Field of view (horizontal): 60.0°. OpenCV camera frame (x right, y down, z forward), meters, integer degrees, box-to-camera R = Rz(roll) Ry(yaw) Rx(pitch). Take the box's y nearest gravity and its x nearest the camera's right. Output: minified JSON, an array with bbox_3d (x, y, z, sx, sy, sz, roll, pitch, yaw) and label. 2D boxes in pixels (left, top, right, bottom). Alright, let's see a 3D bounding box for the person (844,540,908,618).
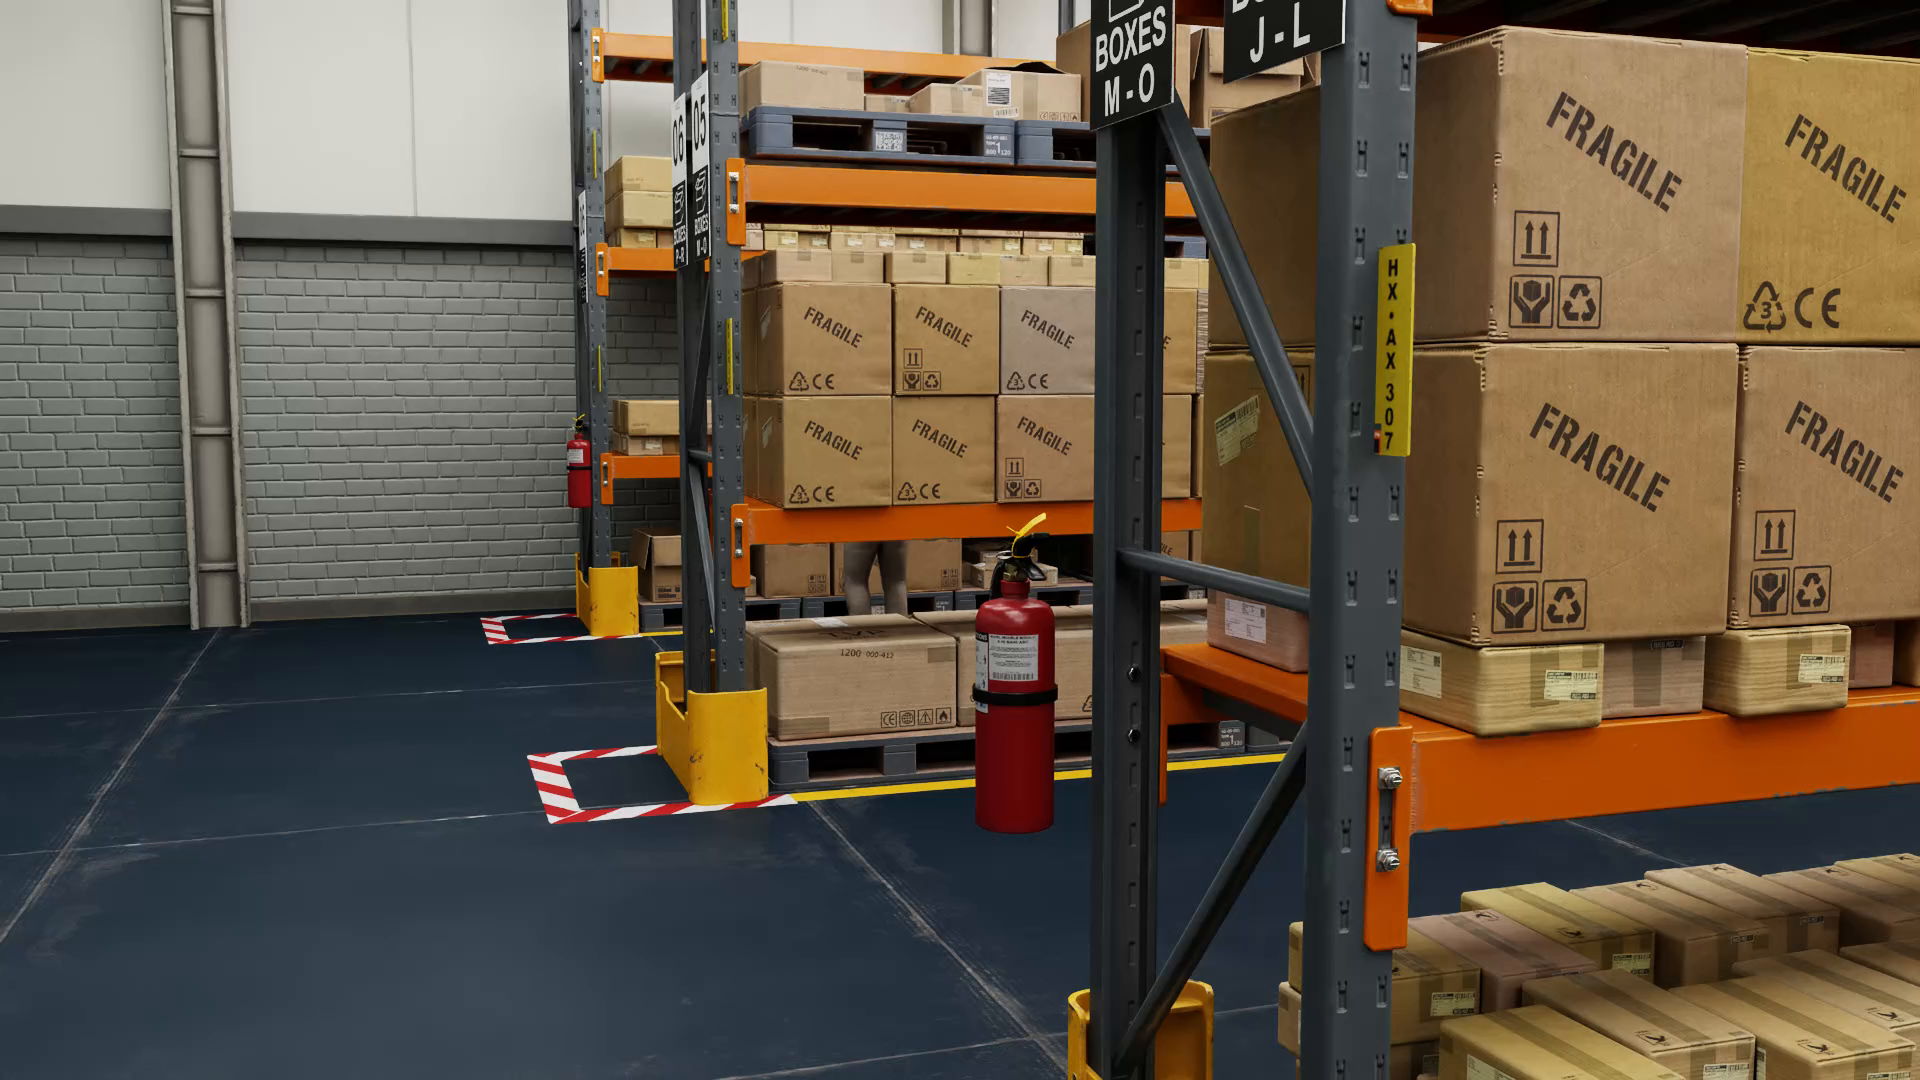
[{"bbox_3d":[-0.605,-0.076,11.228,0.494,1.713,0.531,-2,6,-18],"label":"person"}]
